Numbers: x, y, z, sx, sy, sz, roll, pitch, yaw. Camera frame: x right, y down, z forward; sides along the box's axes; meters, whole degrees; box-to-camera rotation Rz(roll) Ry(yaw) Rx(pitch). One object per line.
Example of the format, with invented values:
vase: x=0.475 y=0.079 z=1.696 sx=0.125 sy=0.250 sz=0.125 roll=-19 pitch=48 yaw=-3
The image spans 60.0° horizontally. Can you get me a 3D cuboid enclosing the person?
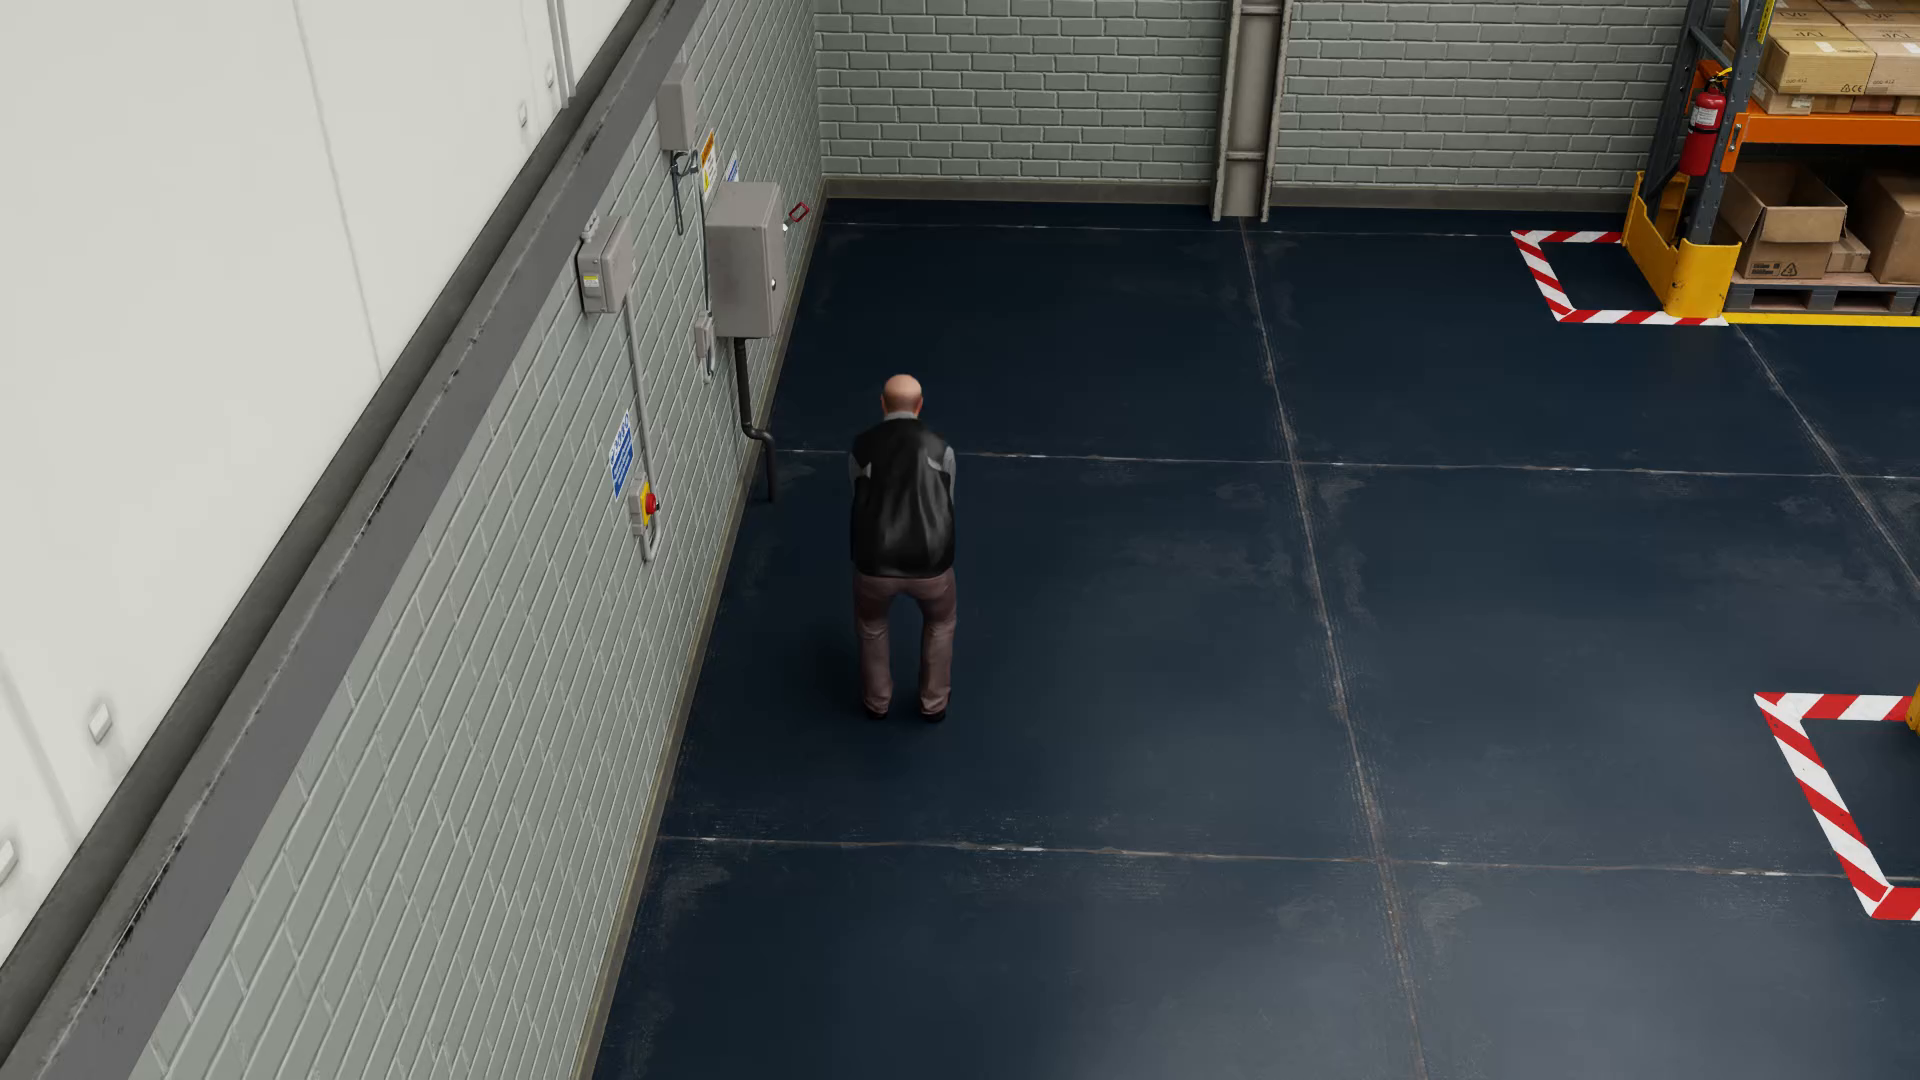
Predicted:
person: x=-0.249 y=0.061 z=7.306 sx=0.470 sy=1.433 sz=0.833 roll=1 pitch=35 yaw=1
